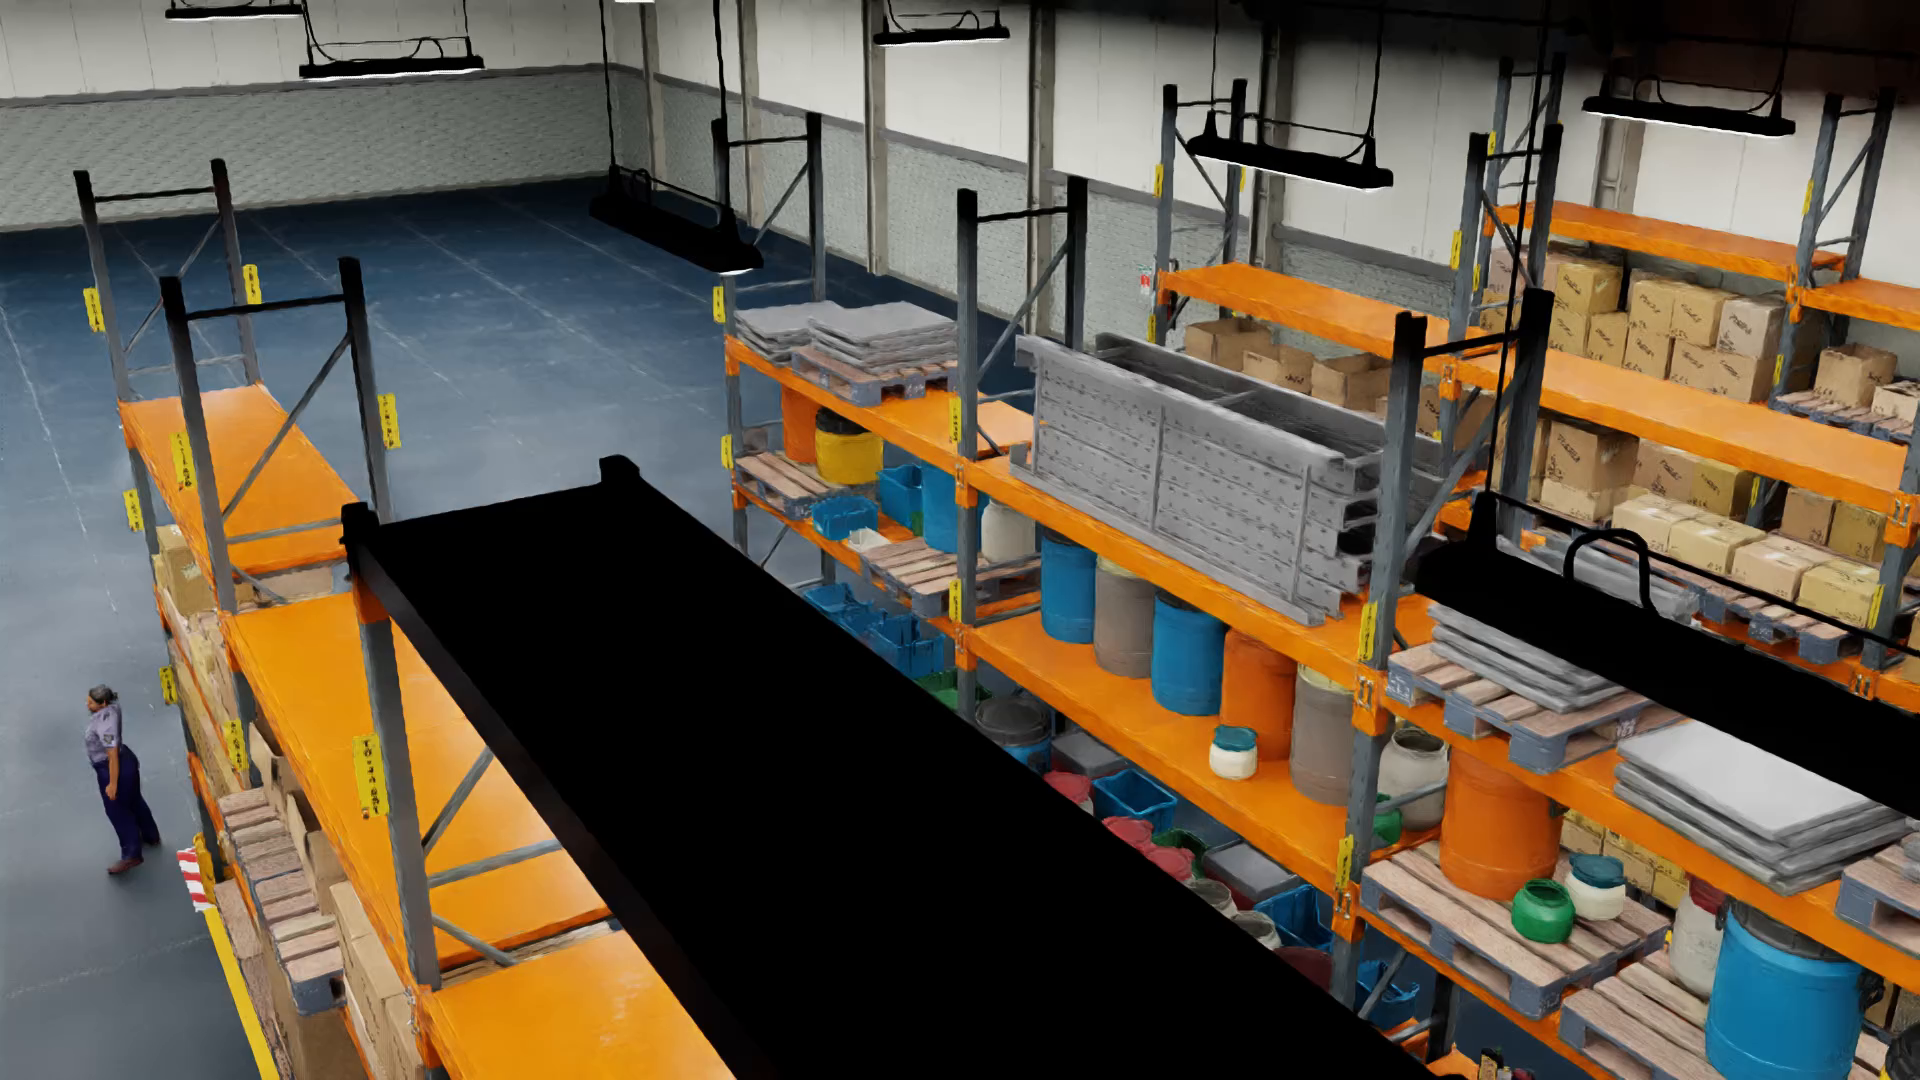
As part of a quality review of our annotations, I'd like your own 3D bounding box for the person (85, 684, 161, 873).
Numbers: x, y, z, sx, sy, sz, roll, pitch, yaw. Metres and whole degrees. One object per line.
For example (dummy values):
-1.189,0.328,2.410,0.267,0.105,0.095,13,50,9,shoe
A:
-7.208,1.975,14.230,0.392,1.648,0.657,-7,23,-16,person
